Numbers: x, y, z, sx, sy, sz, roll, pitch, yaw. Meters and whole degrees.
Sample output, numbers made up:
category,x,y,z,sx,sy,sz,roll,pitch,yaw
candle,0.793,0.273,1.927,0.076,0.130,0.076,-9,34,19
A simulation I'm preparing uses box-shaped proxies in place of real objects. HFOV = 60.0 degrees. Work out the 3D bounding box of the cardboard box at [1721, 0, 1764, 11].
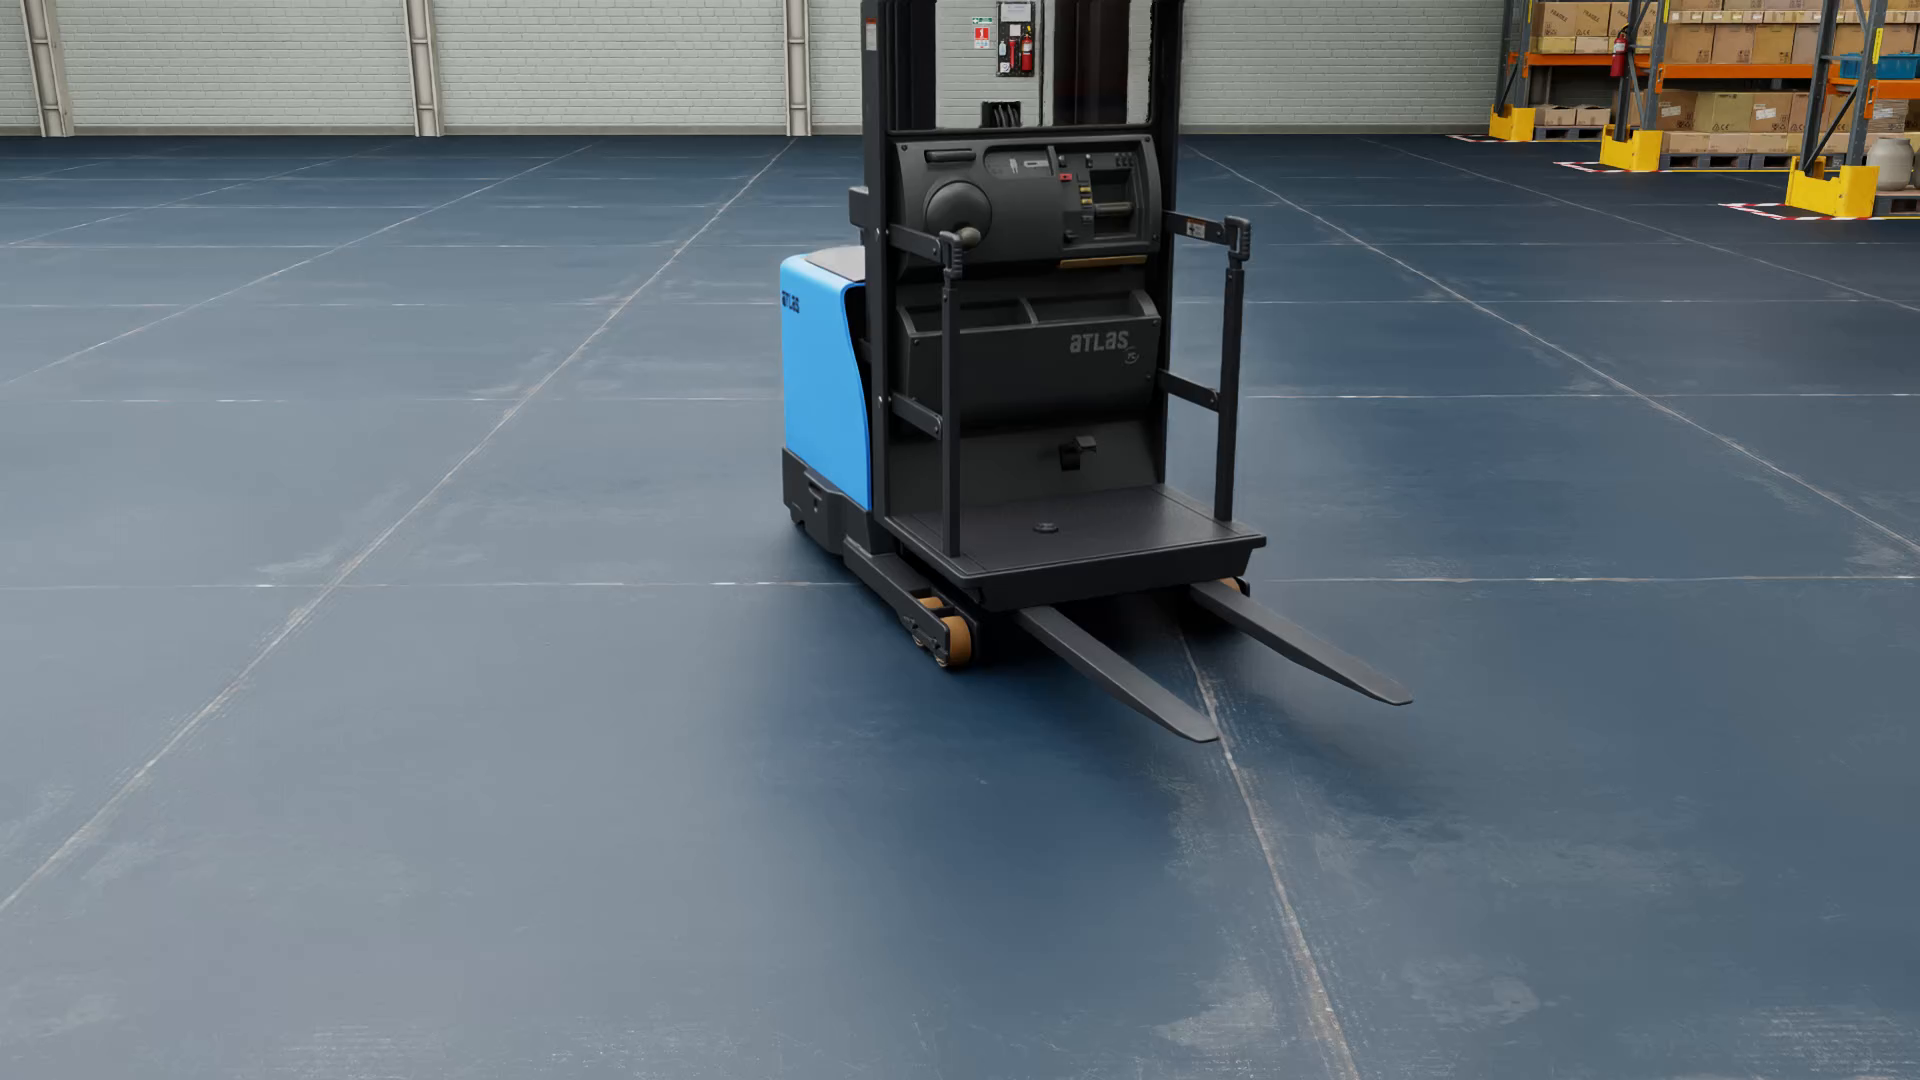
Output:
category,x,y,z,sx,sy,sz,roll,pitch,yaw
cardboard box,9.820,-6.985,21.123,0.500,0.500,0.700,-1,18,-2

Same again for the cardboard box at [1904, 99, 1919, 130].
category,x,y,z,sx,sy,sz,roll,pitch,yaw
cardboard box,12.305,-5.677,21.921,0.500,0.500,0.500,0,18,-1

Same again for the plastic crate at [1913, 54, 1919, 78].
category,x,y,z,sx,sy,sz,roll,pitch,yaw
plastic crate,9.994,-4.828,16.931,0.408,0.251,0.499,0,18,-1

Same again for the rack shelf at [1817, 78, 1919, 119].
category,x,y,z,sx,sy,sz,roll,pitch,yaw
rack shelf,10.849,-4.471,16.752,4.000,0.370,1.077,0,18,-1

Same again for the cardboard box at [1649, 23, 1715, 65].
category,x,y,z,sx,sy,sz,roll,pitch,yaw
cardboard box,9.241,-6.363,21.308,0.500,0.500,0.700,0,18,-1

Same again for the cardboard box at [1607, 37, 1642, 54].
category,x,y,z,sx,sy,sz,roll,pitch,yaw
cardboard box,10.214,-7.681,25.792,0.500,0.250,0.500,-1,18,-2

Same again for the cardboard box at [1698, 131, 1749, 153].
category,x,y,z,sx,sy,sz,roll,pitch,yaw
cardboard box,9.814,-5.146,21.491,0.500,0.250,0.500,0,18,-1

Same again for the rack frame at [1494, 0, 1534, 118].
category,x,y,z,sx,sy,sz,roll,pitch,yaw
rack frame,8.693,-7.830,26.044,0.127,3.000,1.000,0,18,-1

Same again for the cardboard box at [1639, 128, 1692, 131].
category,x,y,z,sx,sy,sz,roll,pitch,yaw
cardboard box,9.306,-5.300,21.973,0.500,0.250,0.500,0,18,-1

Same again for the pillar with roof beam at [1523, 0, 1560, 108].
category,x,y,z,sx,sy,sz,roll,pitch,yaw
pillar with roof beam,9.447,-9.639,21.863,0.400,9.000,9.100,0,18,-1

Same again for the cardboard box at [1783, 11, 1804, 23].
category,x,y,z,sx,sy,sz,roll,pitch,yaw
cardboard box,10.458,-6.616,21.036,0.250,0.149,0.380,-1,18,-2

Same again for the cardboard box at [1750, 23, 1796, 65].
category,x,y,z,sx,sy,sz,roll,pitch,yaw
cardboard box,10.263,-6.367,21.322,0.500,0.500,0.700,0,18,0

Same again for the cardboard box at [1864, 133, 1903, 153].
category,x,y,z,sx,sy,sz,roll,pitch,yaw
cardboard box,11.814,-5.158,21.531,0.500,0.250,0.500,0,18,-1

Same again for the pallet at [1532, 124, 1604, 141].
category,x,y,z,sx,sy,sz,roll,pitch,yaw
pallet,9.581,-6.495,26.450,1.213,0.211,1.003,0,18,-1

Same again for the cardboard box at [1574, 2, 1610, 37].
category,x,y,z,sx,sy,sz,roll,pitch,yaw
cardboard box,9.669,-8.035,25.668,0.500,0.500,0.500,0,18,-1

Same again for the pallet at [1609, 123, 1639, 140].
category,x,y,z,sx,sy,sz,roll,pitch,yaw
pallet,10.798,-6.500,26.465,1.213,0.211,1.003,0,18,-1

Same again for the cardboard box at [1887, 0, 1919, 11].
category,x,y,z,sx,sy,sz,roll,pitch,yaw
cardboard box,11.825,-6.994,21.153,0.500,0.500,0.700,0,18,-1

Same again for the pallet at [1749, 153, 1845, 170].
category,x,y,z,sx,sy,sz,roll,pitch,yaw
pallet,10.755,-5.010,21.821,1.213,0.211,1.003,0,18,-1

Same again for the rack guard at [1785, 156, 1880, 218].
category,x,y,z,sx,sy,sz,roll,pitch,yaw
rack guard,8.924,-3.628,17.040,0.348,0.500,1.175,0,18,-1

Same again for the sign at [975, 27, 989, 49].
category,x,y,z,sx,sy,sz,roll,pitch,yaw
sign,0.354,-8.114,26.872,0.234,0.329,0.001,0,18,-1

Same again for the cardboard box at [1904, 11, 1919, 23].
category,x,y,z,sx,sy,sz,roll,pitch,yaw
cardboard box,11.996,-6.623,21.058,0.250,0.149,0.380,-1,18,-2

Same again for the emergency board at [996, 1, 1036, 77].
category,x,y,z,sx,sy,sz,roll,pitch,yaw
emergency board,0.908,-8.068,26.787,0.643,1.169,0.194,0,18,-1

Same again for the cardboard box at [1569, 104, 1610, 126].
category,x,y,z,sx,sy,sz,roll,pitch,yaw
cardboard box,9.956,-6.737,26.321,0.500,0.311,0.500,1,18,4

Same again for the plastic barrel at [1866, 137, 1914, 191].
category,x,y,z,sx,sy,sz,roll,pitch,yaw
plastic barrel,9.506,-3.846,17.010,0.421,0.512,0.421,0,18,0

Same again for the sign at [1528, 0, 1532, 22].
category,x,y,z,sx,sy,sz,roll,pitch,yaw
sign,8.701,-8.076,25.395,0.005,0.325,0.100,0,18,-1

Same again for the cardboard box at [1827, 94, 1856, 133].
category,x,y,z,sx,sy,sz,roll,pitch,yaw
cardboard box,11.314,-5.512,21.407,0.500,0.500,0.500,0,18,-1

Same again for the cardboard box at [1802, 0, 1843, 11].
category,x,y,z,sx,sy,sz,roll,pitch,yaw
cardboard box,10.825,-6.990,21.139,0.500,0.500,0.700,0,18,-1

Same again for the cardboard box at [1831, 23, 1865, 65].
category,x,y,z,sx,sy,sz,roll,pitch,yaw
cardboard box,11.301,-6.374,21.342,0.500,0.500,0.700,0,18,0

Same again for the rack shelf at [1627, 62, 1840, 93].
category,x,y,z,sx,sy,sz,roll,pitch,yaw
rack shelf,10.774,-5.984,21.468,4.000,0.370,1.077,0,18,-1

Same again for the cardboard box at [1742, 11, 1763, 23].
category,x,y,z,sx,sy,sz,roll,pitch,yaw
cardboard box,9.936,-6.613,21.025,0.250,0.149,0.380,-1,18,-2

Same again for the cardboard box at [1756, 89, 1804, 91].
category,x,y,z,sx,sy,sz,roll,pitch,yaw
cardboard box,10.806,-5.669,21.896,0.500,0.500,0.500,0,18,-1

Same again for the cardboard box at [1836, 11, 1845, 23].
category,x,y,z,sx,sy,sz,roll,pitch,yaw
cardboard box,10.970,-6.618,21.041,0.250,0.149,0.380,0,18,1

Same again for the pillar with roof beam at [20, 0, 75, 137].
category,x,y,z,sx,sy,sz,roll,pitch,yaw
pillar with roof beam,-14.550,-9.523,21.502,0.400,9.000,9.100,0,18,-1

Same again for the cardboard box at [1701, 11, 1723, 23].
category,x,y,z,sx,sy,sz,roll,pitch,yaw
cardboard box,9.434,-6.611,21.021,0.250,0.149,0.380,-1,18,-2

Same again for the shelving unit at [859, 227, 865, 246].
category,x,y,z,sx,sy,sz,roll,pitch,yaw
shelving unit,-0.143,-0.804,7.090,0.503,1.200,0.258,-7,19,-22

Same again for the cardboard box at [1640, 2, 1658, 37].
category,x,y,z,sx,sy,sz,roll,pitch,yaw
cardboard box,10.702,-8.041,25.689,0.500,0.500,0.500,0,18,1

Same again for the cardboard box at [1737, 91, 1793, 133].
category,x,y,z,sx,sy,sz,roll,pitch,yaw
cardboard box,10.314,-5.508,21.395,0.500,0.500,0.500,0,18,-1

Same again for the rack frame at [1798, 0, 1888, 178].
category,x,y,z,sx,sy,sz,roll,pitch,yaw
rack frame,8.849,-4.804,16.612,0.127,3.000,1.000,0,18,-1

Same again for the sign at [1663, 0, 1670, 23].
category,x,y,z,sx,sy,sz,roll,pitch,yaw
sign,8.777,-6.597,20.655,0.005,0.325,0.100,0,18,-1

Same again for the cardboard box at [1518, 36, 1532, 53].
category,x,y,z,sx,sy,sz,roll,pitch,yaw
cardboard box,9.157,-7.829,26.256,0.500,0.250,0.500,0,18,0

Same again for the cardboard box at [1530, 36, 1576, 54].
category,x,y,z,sx,sy,sz,roll,pitch,yaw
cardboard box,9.185,-7.673,25.769,0.500,0.250,0.500,-1,18,-2

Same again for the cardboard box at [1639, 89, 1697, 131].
category,x,y,z,sx,sy,sz,roll,pitch,yaw
cardboard box,9.306,-5.658,21.861,0.500,0.500,0.500,0,18,-1

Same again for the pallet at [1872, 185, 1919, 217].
category,x,y,z,sx,sy,sz,roll,pitch,yaw
pallet,9.737,-3.493,17.091,1.213,0.211,1.003,0,18,-1

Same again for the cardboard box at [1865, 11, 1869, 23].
category,x,y,z,sx,sy,sz,roll,pitch,yaw
cardboard box,11.488,-6.621,21.052,0.250,0.149,0.380,0,18,-1

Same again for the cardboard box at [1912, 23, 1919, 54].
category,x,y,z,sx,sy,sz,roll,pitch,yaw
cardboard box,12.330,-6.379,21.360,0.500,0.500,0.700,-1,18,-2

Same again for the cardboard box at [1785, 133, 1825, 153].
category,x,y,z,sx,sy,sz,roll,pitch,yaw
cardboard box,10.814,-5.149,21.501,0.500,0.250,0.500,0,18,-1

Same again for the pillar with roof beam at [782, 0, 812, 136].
category,x,y,z,sx,sy,sz,roll,pitch,yaw
pillar with roof beam,-2.552,-9.581,21.683,0.400,9.000,9.100,0,18,-1

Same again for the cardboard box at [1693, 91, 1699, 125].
category,x,y,z,sx,sy,sz,roll,pitch,yaw
cardboard box,11.655,-6.851,26.365,0.500,0.500,0.500,-2,18,-5

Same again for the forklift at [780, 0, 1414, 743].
category,x,y,z,sx,sy,sz,roll,pitch,yaw
forklift,0.323,-1.137,5.294,1.130,2.935,3.031,-7,19,-22
